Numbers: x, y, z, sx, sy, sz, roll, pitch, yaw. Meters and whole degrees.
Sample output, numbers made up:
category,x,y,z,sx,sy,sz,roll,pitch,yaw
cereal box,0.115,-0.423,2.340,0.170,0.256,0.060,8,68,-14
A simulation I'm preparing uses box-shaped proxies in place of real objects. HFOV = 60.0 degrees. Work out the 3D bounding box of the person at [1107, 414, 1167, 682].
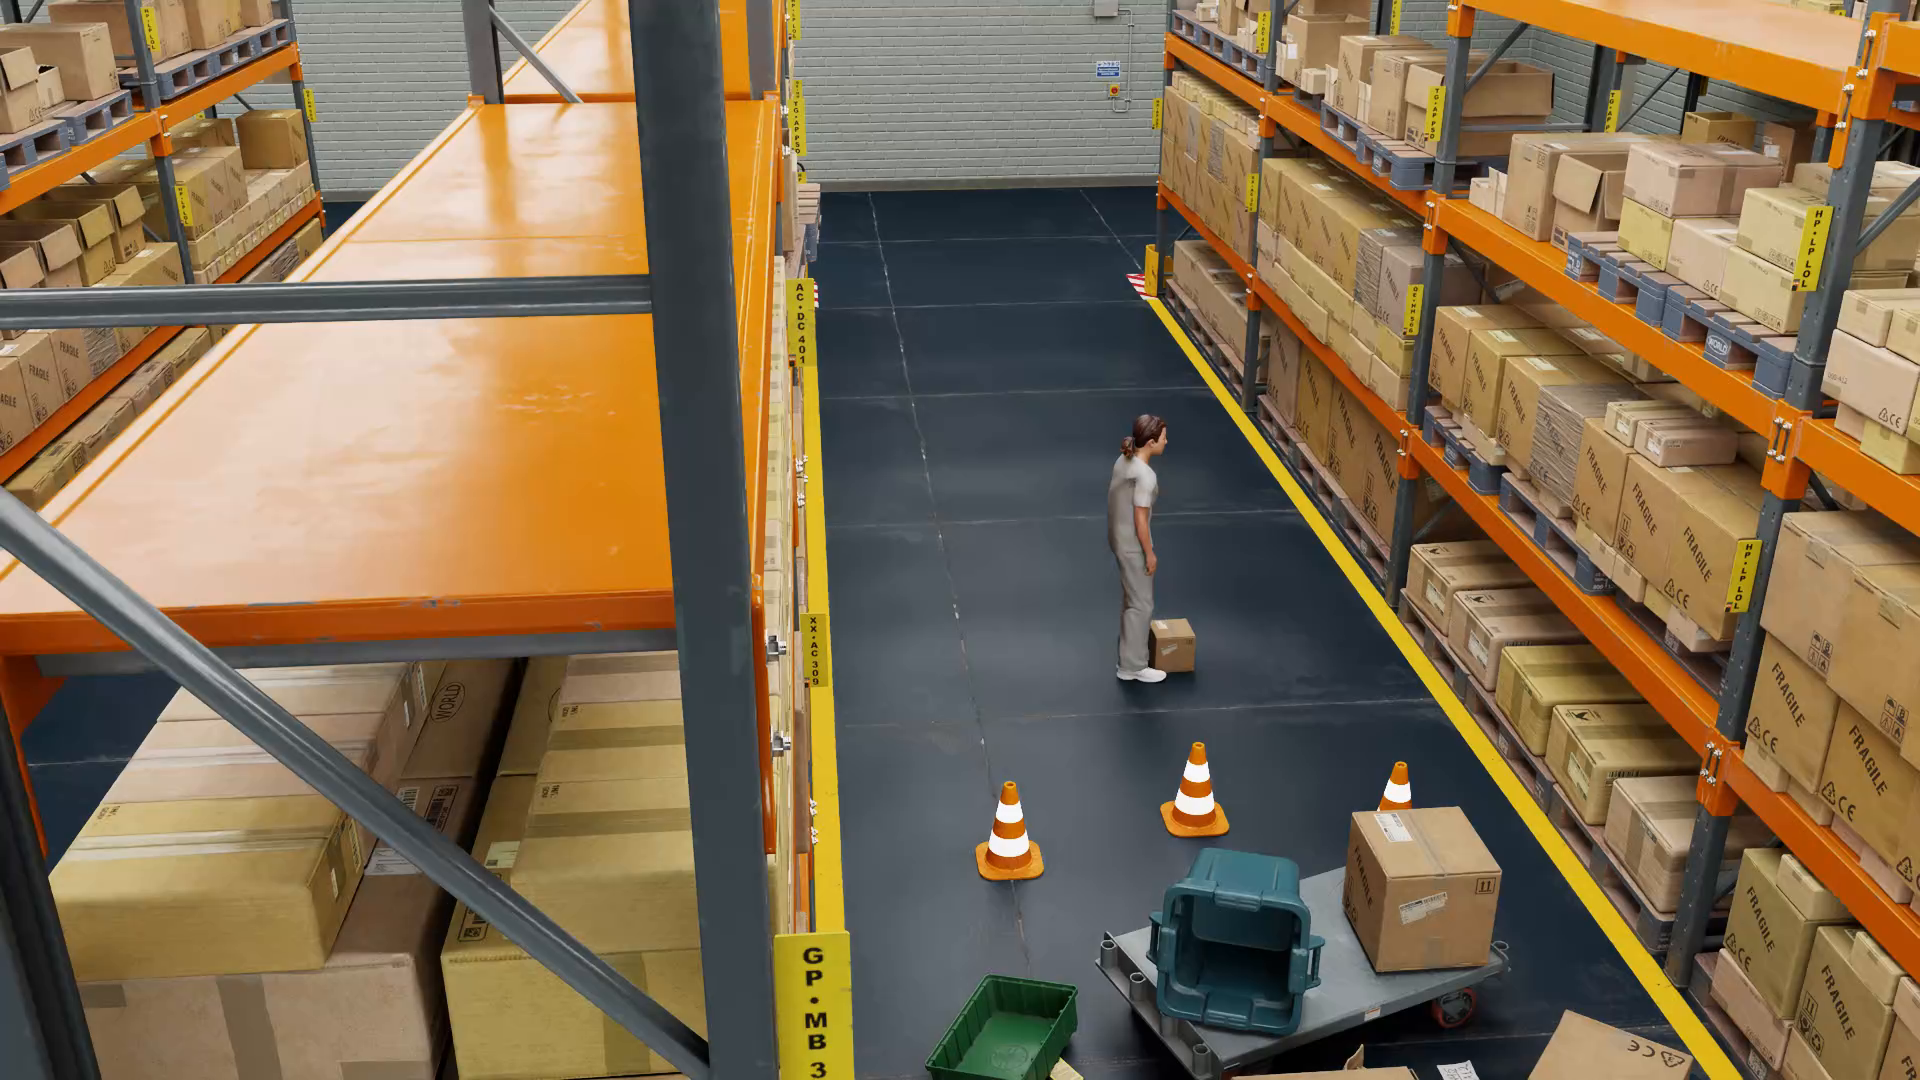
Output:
category,x,y,z,sx,sy,sz,roll,pitch,yaw
person,1.117,0.031,10.242,0.414,1.672,0.514,-4,24,-8
